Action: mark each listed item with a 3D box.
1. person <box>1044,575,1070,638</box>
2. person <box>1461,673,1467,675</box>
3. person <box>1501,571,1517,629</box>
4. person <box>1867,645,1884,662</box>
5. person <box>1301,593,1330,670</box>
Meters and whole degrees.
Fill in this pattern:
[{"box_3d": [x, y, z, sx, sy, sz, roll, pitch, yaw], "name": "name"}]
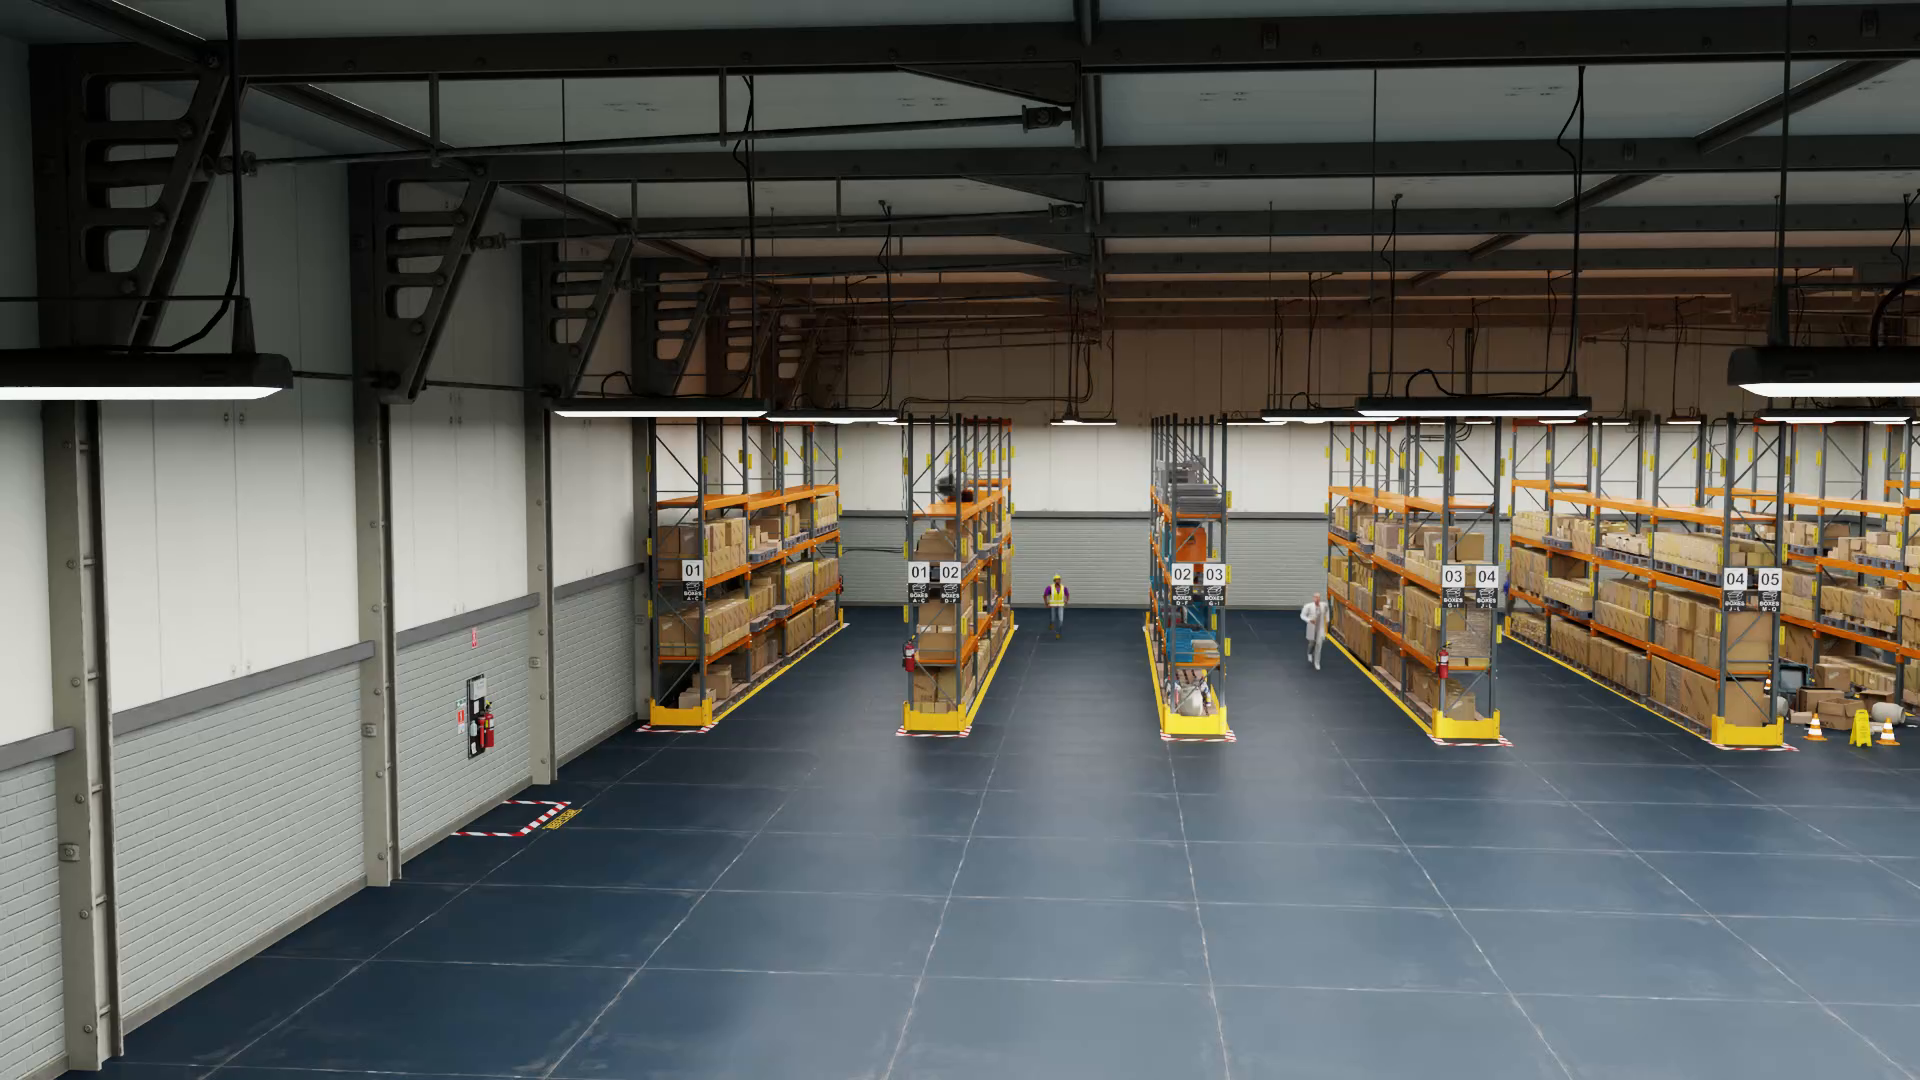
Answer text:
[{"box_3d": [2.651, 1.815, 45.510, 0.721, 1.717, 0.658, 0, 4, -4], "name": "person"}, {"box_3d": [11.821, 2.213, 38.853, 0.670, 1.848, 0.801, 0, 4, 2], "name": "person"}, {"box_3d": [15.627, 1.692, 47.214, 0.949, 1.635, 0.606, -1, 4, -10], "name": "person"}, {"box_3d": [21.946, 2.185, 39.773, 0.663, 1.775, 0.833, 0, 4, -1], "name": "person"}, {"box_3d": [8.527, 2.151, 39.904, 0.733, 1.782, 1.106, 0, 4, 0], "name": "person"}]
